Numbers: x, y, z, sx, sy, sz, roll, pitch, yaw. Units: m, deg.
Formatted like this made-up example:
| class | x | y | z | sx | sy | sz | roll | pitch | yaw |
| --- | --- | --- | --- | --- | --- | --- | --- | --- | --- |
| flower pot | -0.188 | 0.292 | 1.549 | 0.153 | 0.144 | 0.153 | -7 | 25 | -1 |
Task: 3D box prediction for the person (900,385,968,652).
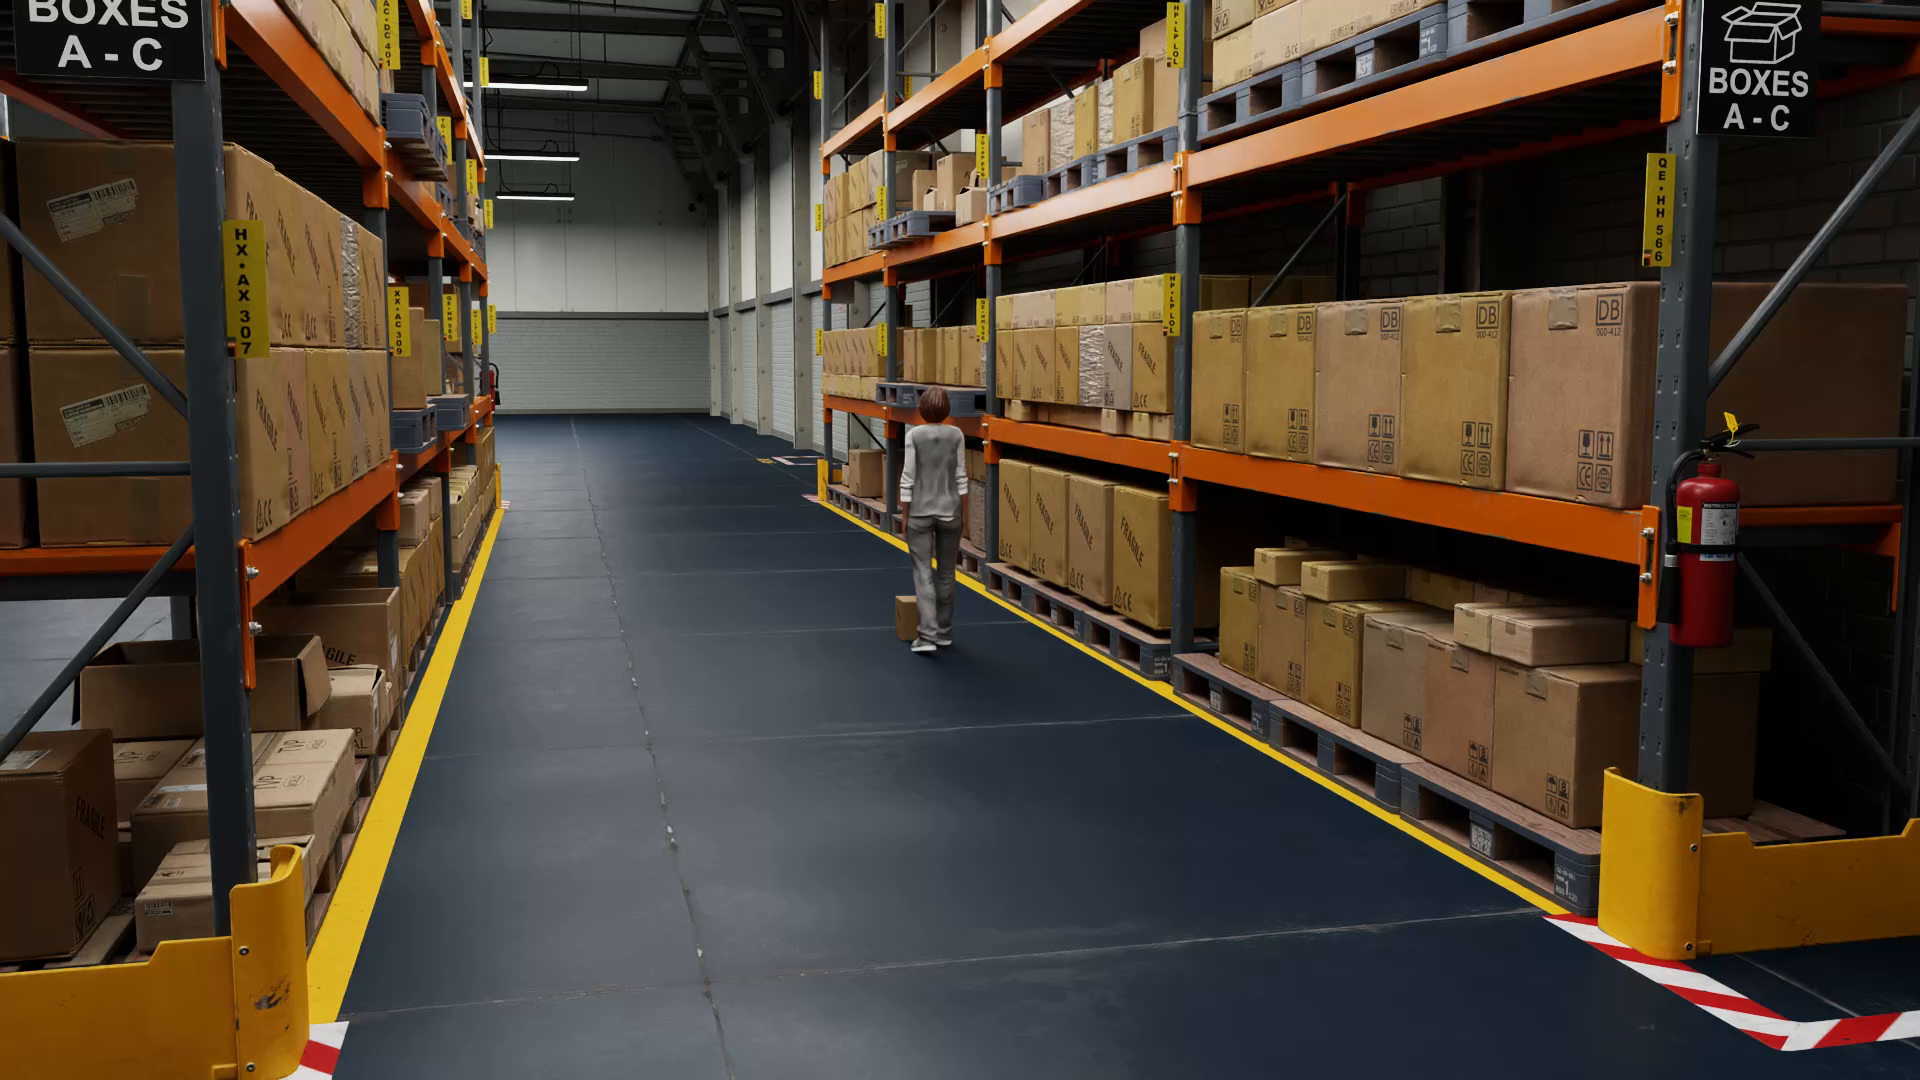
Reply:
| class | x | y | z | sx | sy | sz | roll | pitch | yaw |
| --- | --- | --- | --- | --- | --- | --- | --- | --- | --- |
| person | -0.170 | -0.127 | 10.043 | 0.415 | 1.594 | 0.563 | -1 | 6 | -12 |
